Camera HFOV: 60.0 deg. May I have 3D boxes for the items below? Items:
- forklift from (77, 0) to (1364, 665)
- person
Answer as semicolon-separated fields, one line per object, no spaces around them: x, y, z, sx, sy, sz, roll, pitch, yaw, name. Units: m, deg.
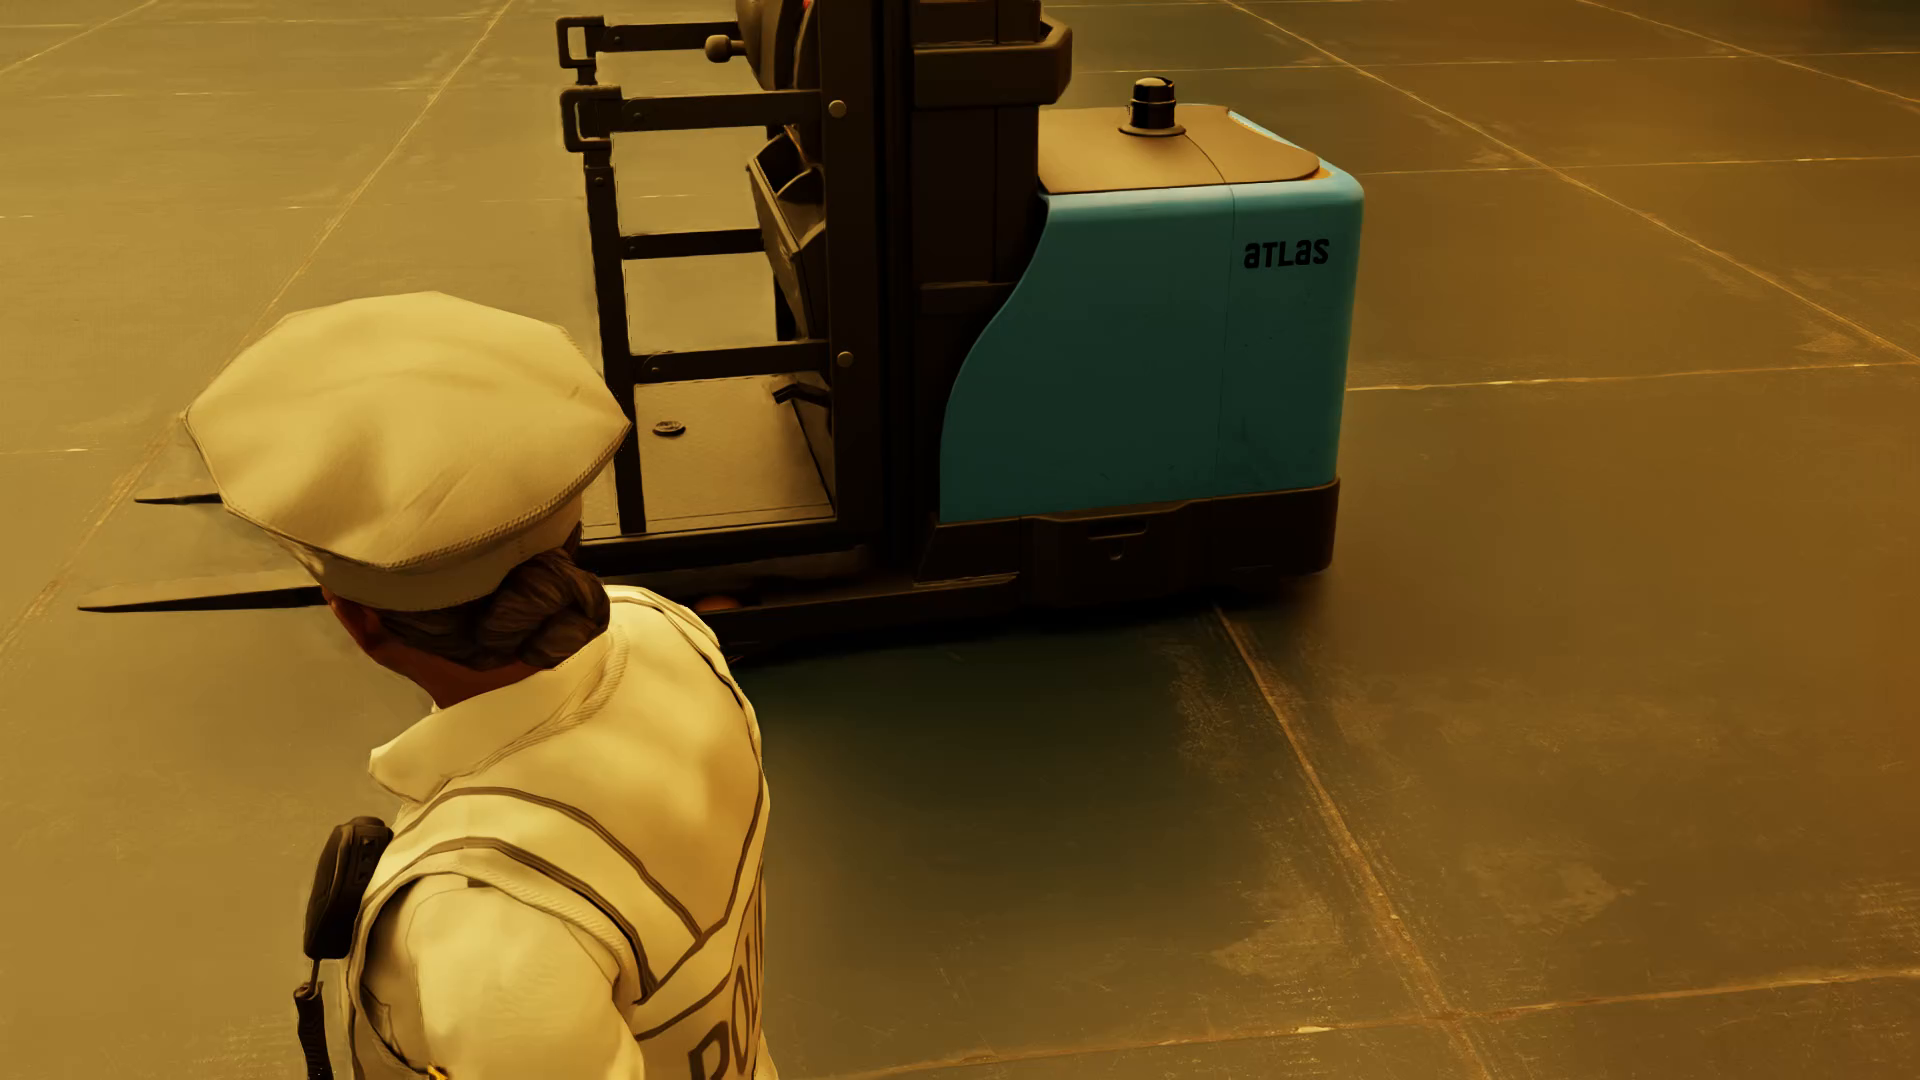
-0.603;-1.252;3.828;3.031;2.935;1.130;-6;26;-12;forklift
-0.388;0.602;1.440;0.485;1.669;0.642;-2;26;-3;person
